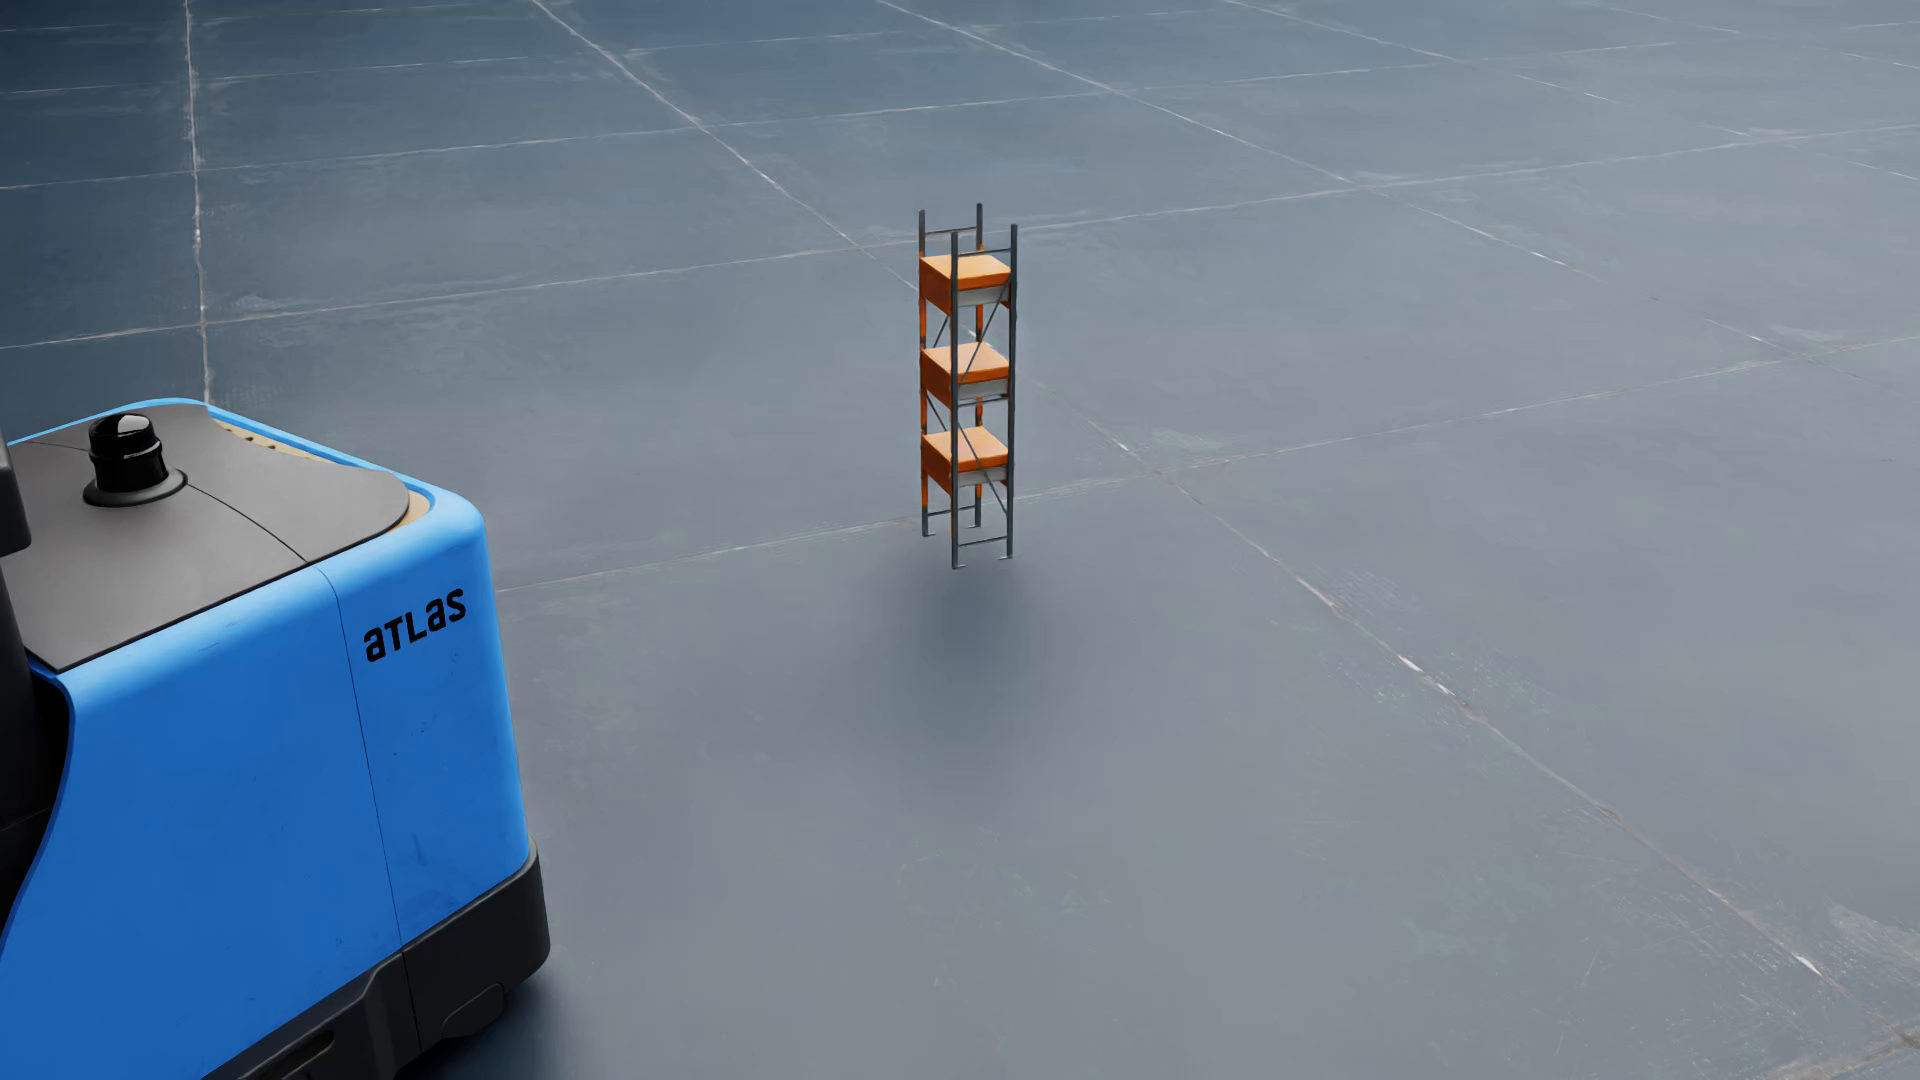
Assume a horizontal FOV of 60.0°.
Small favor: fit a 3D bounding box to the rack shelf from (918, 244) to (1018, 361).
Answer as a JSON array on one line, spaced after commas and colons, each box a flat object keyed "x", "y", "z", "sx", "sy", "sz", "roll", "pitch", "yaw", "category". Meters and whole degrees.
[{"x": 0.021, "y": -0.696, "z": 4.856, "sx": 0.215, "sy": 0.259, "sz": 0.240, "roll": -11, "pitch": 28, "yaw": -21, "category": "rack shelf"}]

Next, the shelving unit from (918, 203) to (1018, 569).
[{"x": 0.021, "y": -0.450, "z": 4.975, "sx": 0.215, "sy": 1.050, "sz": 0.252, "roll": -11, "pitch": 28, "yaw": -21, "category": "shelving unit"}]

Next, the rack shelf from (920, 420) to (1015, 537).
[{"x": 0.021, "y": -0.191, "z": 5.102, "sx": 0.215, "sy": 0.259, "sz": 0.240, "roll": -11, "pitch": 28, "yaw": -21, "category": "rack shelf"}]

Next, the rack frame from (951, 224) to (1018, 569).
[{"x": 0.069, "y": -0.401, "z": 4.875, "sx": 0.200, "sy": 1.050, "sz": 0.008, "roll": -11, "pitch": 28, "yaw": -21, "category": "rack frame"}]

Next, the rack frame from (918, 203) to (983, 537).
[{"x": -0.027, "y": -0.499, "z": 5.076, "sx": 0.200, "sy": 1.050, "sz": 0.008, "roll": -11, "pitch": 28, "yaw": -21, "category": "rack frame"}]

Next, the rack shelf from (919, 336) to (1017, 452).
[{"x": 0.021, "y": -0.441, "z": 4.980, "sx": 0.215, "sy": 0.259, "sz": 0.240, "roll": -11, "pitch": 28, "yaw": -21, "category": "rack shelf"}]

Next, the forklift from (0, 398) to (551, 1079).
[{"x": -2.091, "y": -0.015, "z": 1.940, "sx": 1.130, "sy": 2.935, "sz": 3.031, "roll": 17, "pitch": 31, "yaw": 31, "category": "forklift"}]
